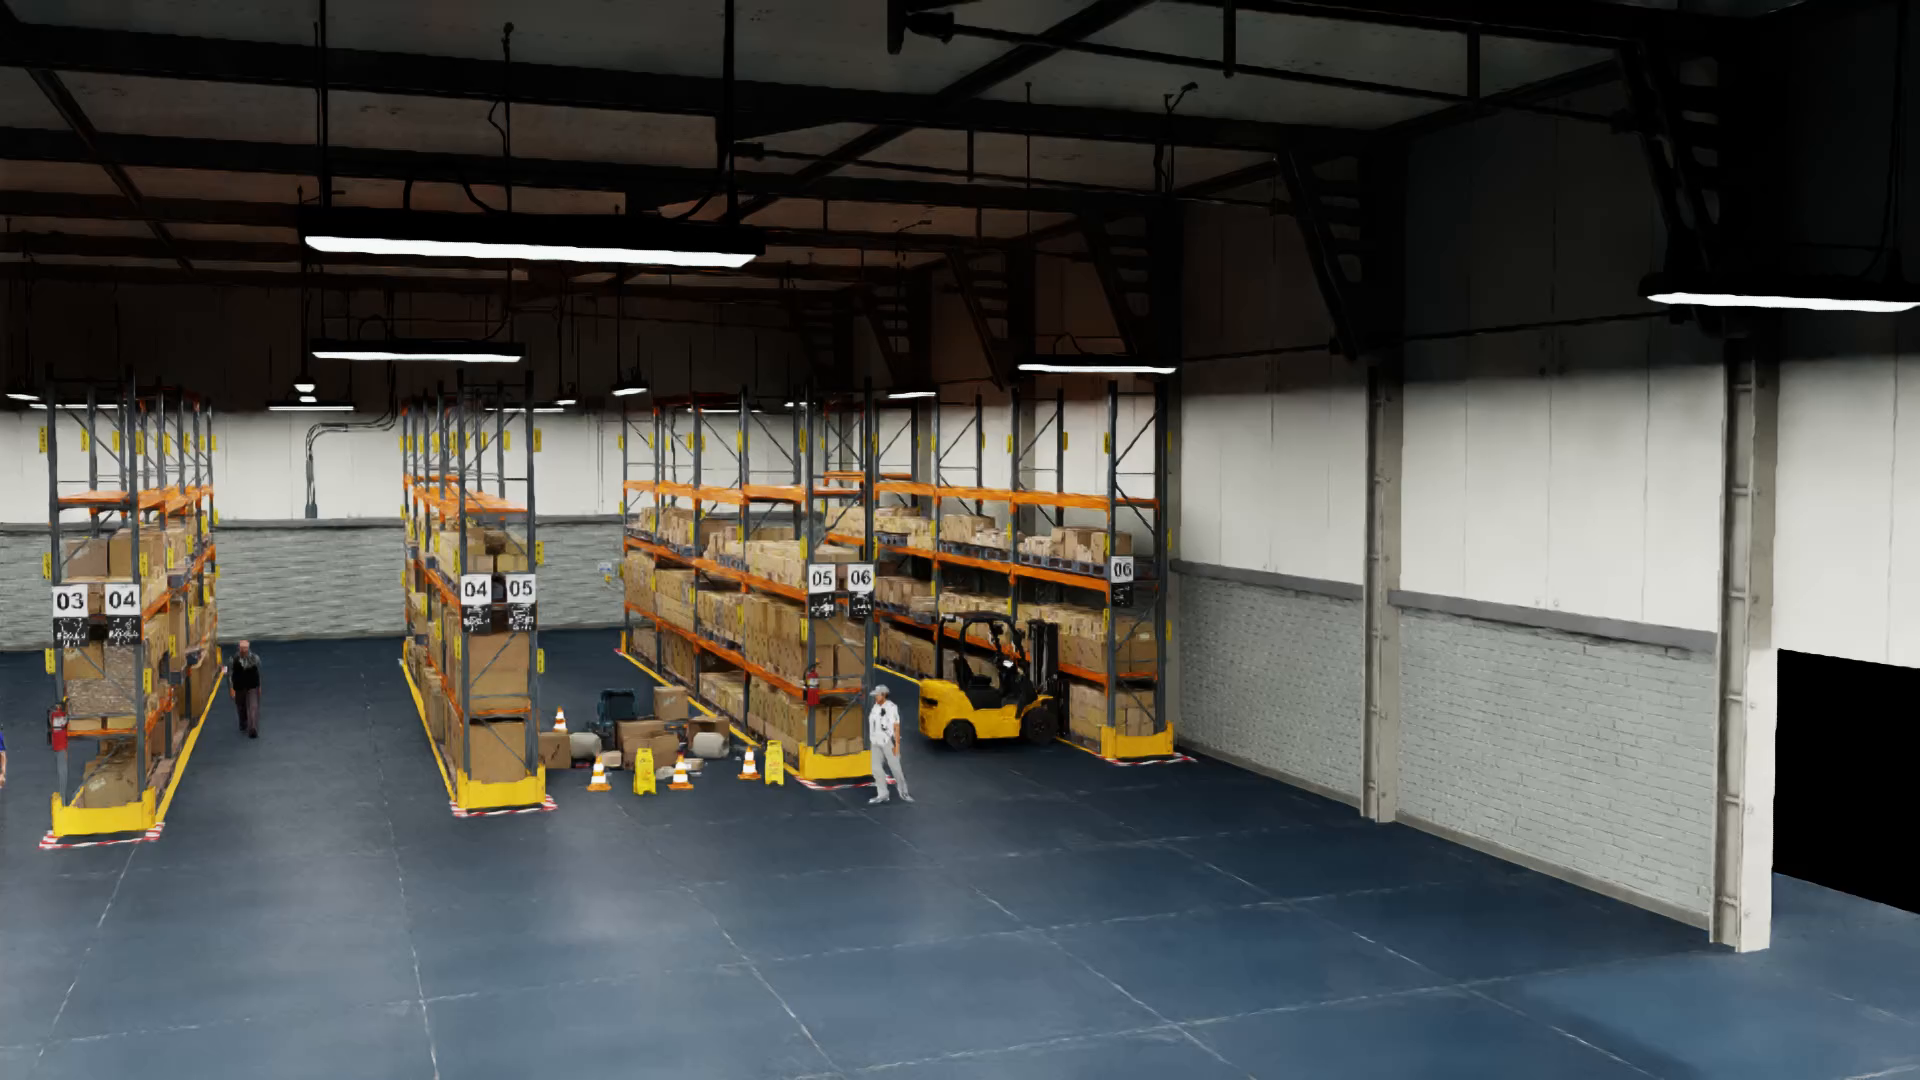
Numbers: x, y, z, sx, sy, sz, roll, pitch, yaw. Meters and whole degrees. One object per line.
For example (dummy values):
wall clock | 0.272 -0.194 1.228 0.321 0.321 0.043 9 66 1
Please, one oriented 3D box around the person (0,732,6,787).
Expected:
person | -12.356 2.952 21.085 0.464 1.588 1.012 -2 4 -25

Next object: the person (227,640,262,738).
person | -12.185 2.513 28.316 0.543 1.648 1.115 -1 4 -19

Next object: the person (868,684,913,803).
person | -0.992 2.829 23.183 0.594 1.652 0.535 3 4 42
